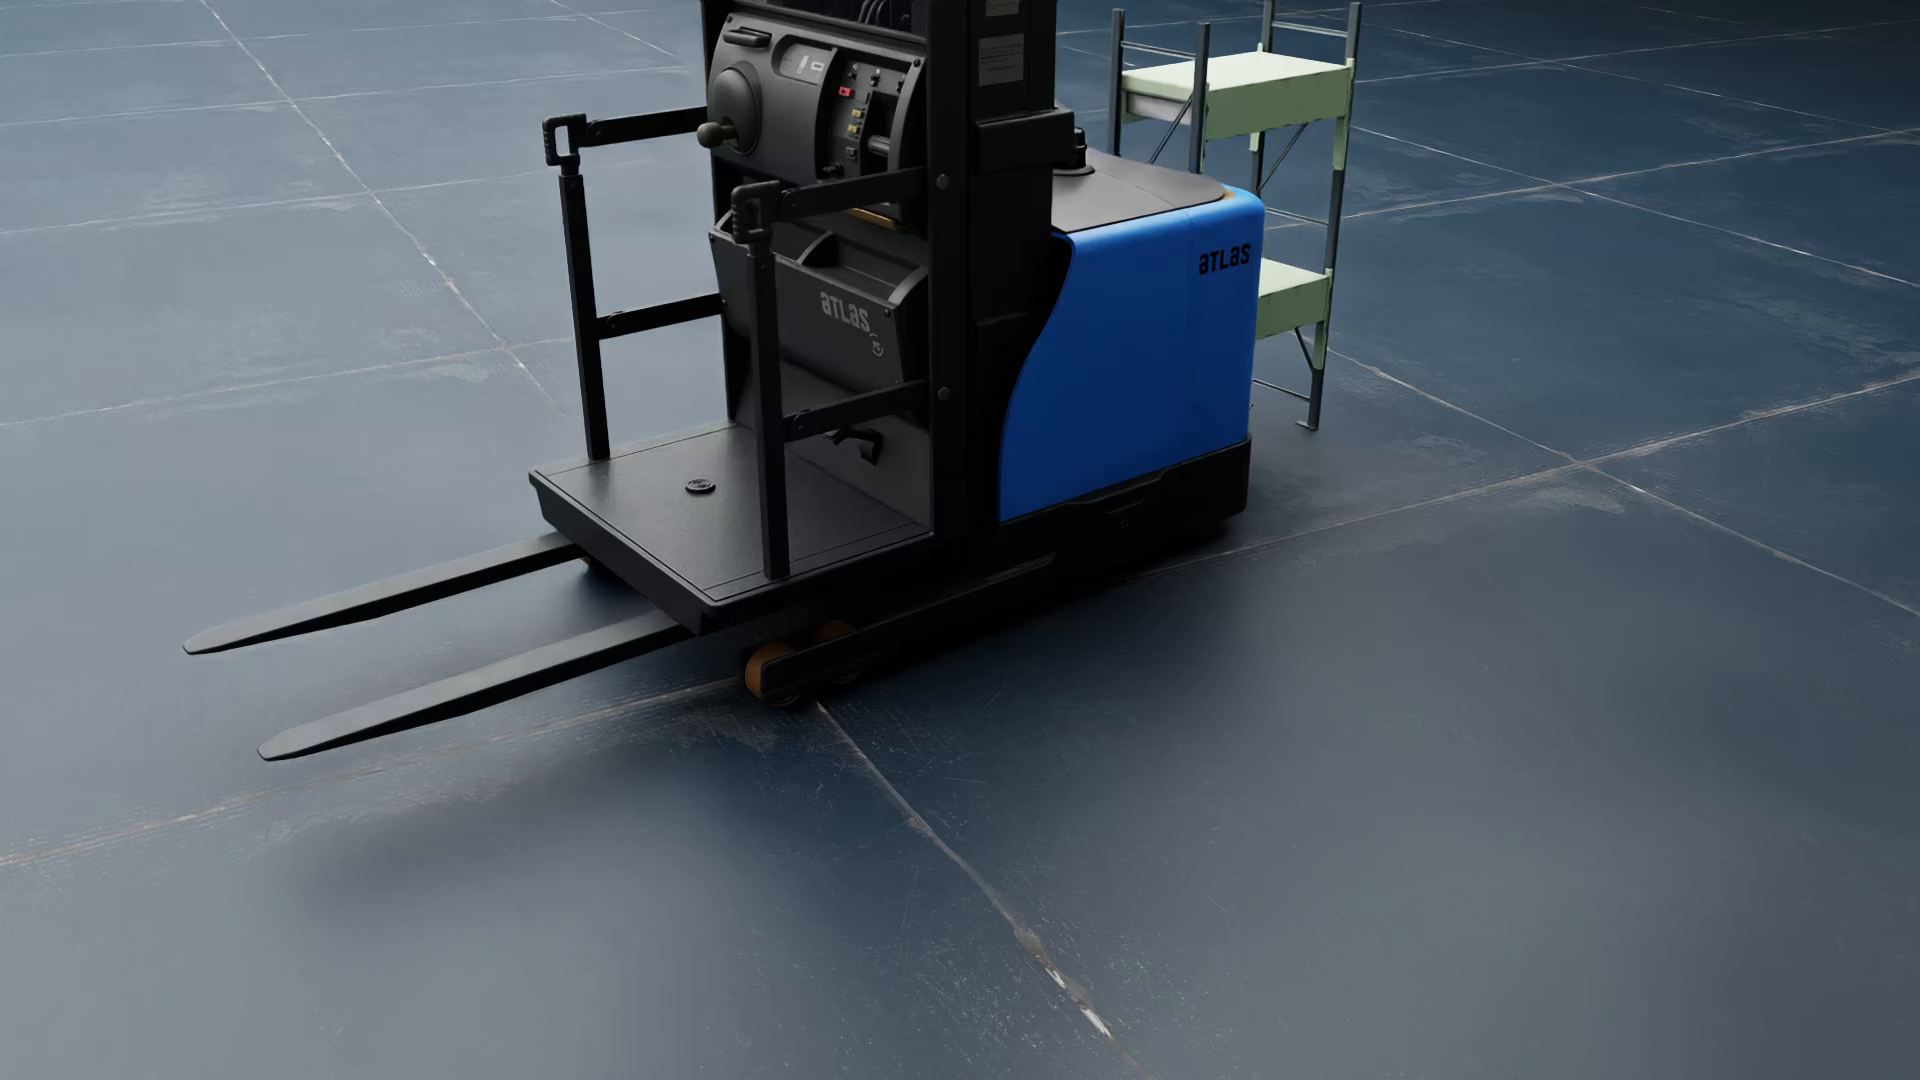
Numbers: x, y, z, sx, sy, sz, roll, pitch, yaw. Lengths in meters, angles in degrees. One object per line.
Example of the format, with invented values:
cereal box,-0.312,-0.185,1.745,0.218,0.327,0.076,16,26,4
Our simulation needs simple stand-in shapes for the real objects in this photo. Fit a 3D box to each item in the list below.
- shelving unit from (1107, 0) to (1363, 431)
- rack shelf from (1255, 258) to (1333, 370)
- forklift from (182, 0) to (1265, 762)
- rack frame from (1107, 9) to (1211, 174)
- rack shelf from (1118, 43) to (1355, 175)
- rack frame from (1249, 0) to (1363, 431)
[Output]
shelving unit,0.899,-1.047,5.691,0.755,1.500,0.431,-19,32,-35
rack shelf,0.898,-0.752,5.831,0.720,0.370,0.431,-19,32,-35
forklift,-0.559,-1.144,4.247,3.031,2.935,1.130,-19,31,-34
rack frame,0.618,-0.948,5.480,0.023,1.500,0.400,-19,32,-35
rack shelf,0.901,-1.399,5.524,0.720,0.370,0.431,-19,32,-35
rack frame,1.181,-1.146,5.903,0.023,1.500,0.400,-19,32,-35
